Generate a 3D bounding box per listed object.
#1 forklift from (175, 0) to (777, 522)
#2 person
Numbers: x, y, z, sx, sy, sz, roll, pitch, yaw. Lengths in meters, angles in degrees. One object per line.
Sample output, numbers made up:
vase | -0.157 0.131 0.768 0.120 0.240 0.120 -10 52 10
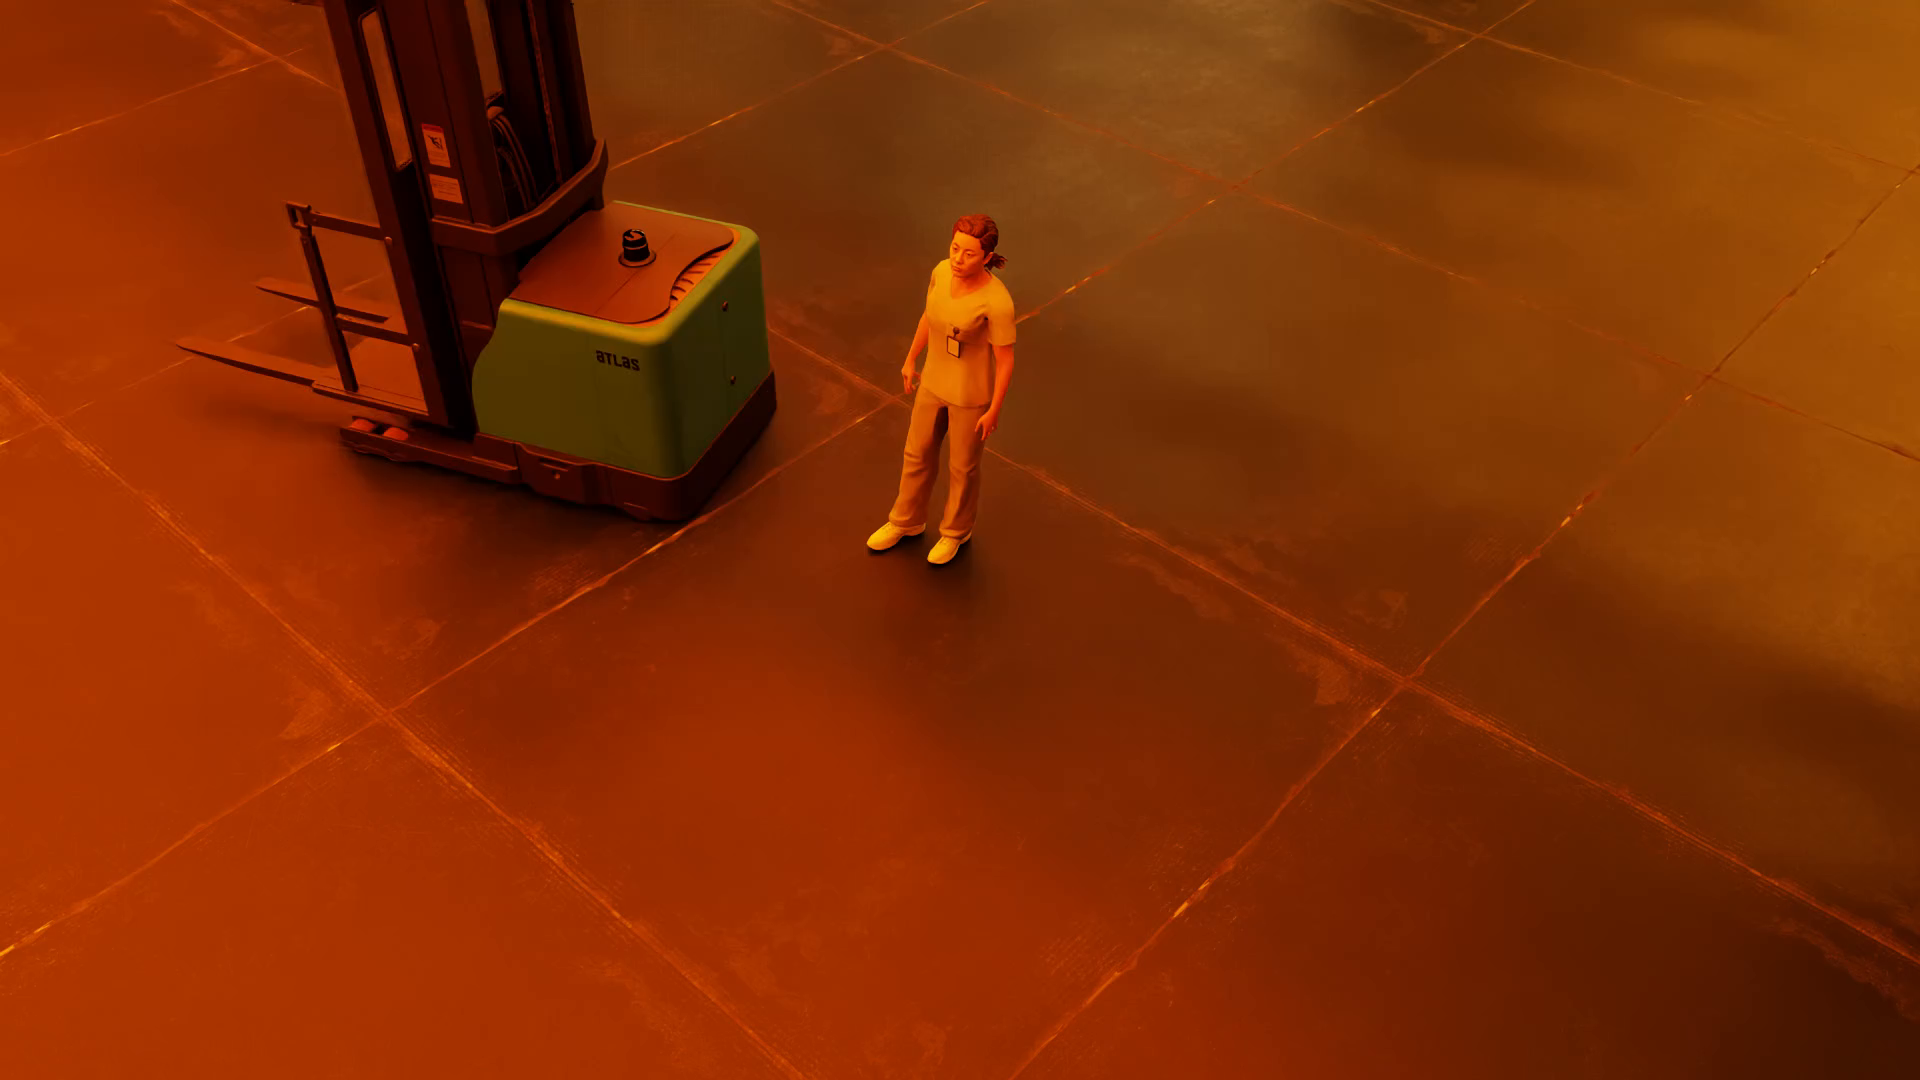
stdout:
forklift | -2.489 -1.799 7.525 3.031 2.935 1.130 14 43 16
person | -0.060 -0.612 7.094 0.549 1.673 0.548 31 49 31
